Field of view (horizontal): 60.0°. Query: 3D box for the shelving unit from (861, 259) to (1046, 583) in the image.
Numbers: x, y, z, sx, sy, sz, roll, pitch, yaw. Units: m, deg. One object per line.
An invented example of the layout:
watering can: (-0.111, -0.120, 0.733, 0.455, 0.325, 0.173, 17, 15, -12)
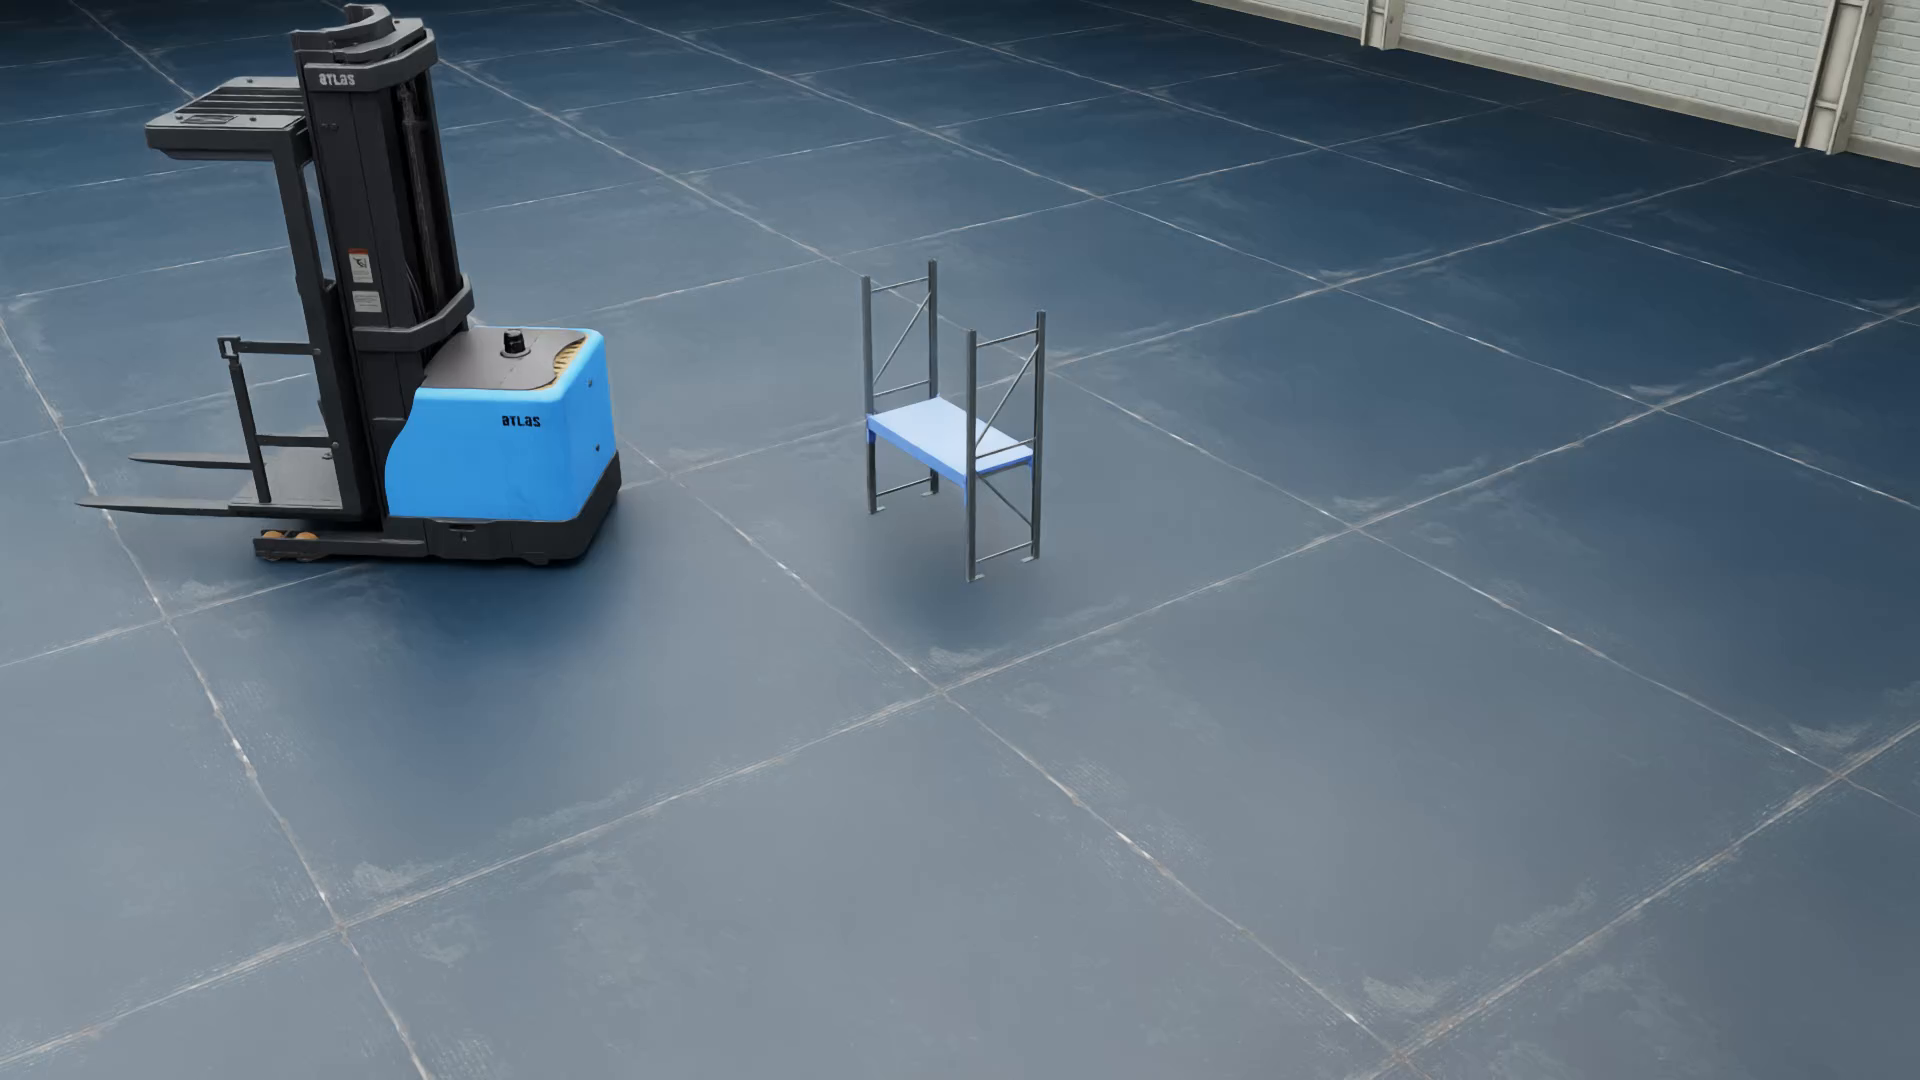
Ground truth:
shelving unit: (-0.049, -0.692, 9.453, 0.538, 1.500, 1.048, -19, 34, -31)

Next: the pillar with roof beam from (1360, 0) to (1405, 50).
pillar with roof beam: (1.921, -9.148, 17.166, 9.100, 9.000, 0.400, -19, 34, -31)

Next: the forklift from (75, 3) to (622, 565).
forklift: (-3.621, -1.413, 9.280, 3.031, 2.935, 1.130, 2, 29, 4)

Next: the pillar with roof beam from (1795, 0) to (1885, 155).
pillar with roof beam: (5.401, -6.816, 12.871, 9.100, 9.000, 0.400, -19, 34, -31)

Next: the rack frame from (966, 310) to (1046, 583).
rack frame: (0.245, -0.495, 9.089, 0.500, 1.500, 0.032, -19, 34, -31)

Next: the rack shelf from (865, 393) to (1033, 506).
rack shelf: (-0.049, -0.534, 9.539, 0.538, 0.185, 1.000, -19, 34, -31)

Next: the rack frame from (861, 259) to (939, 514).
rack frame: (-0.344, -0.890, 9.817, 0.500, 1.500, 0.032, -19, 34, -31)
